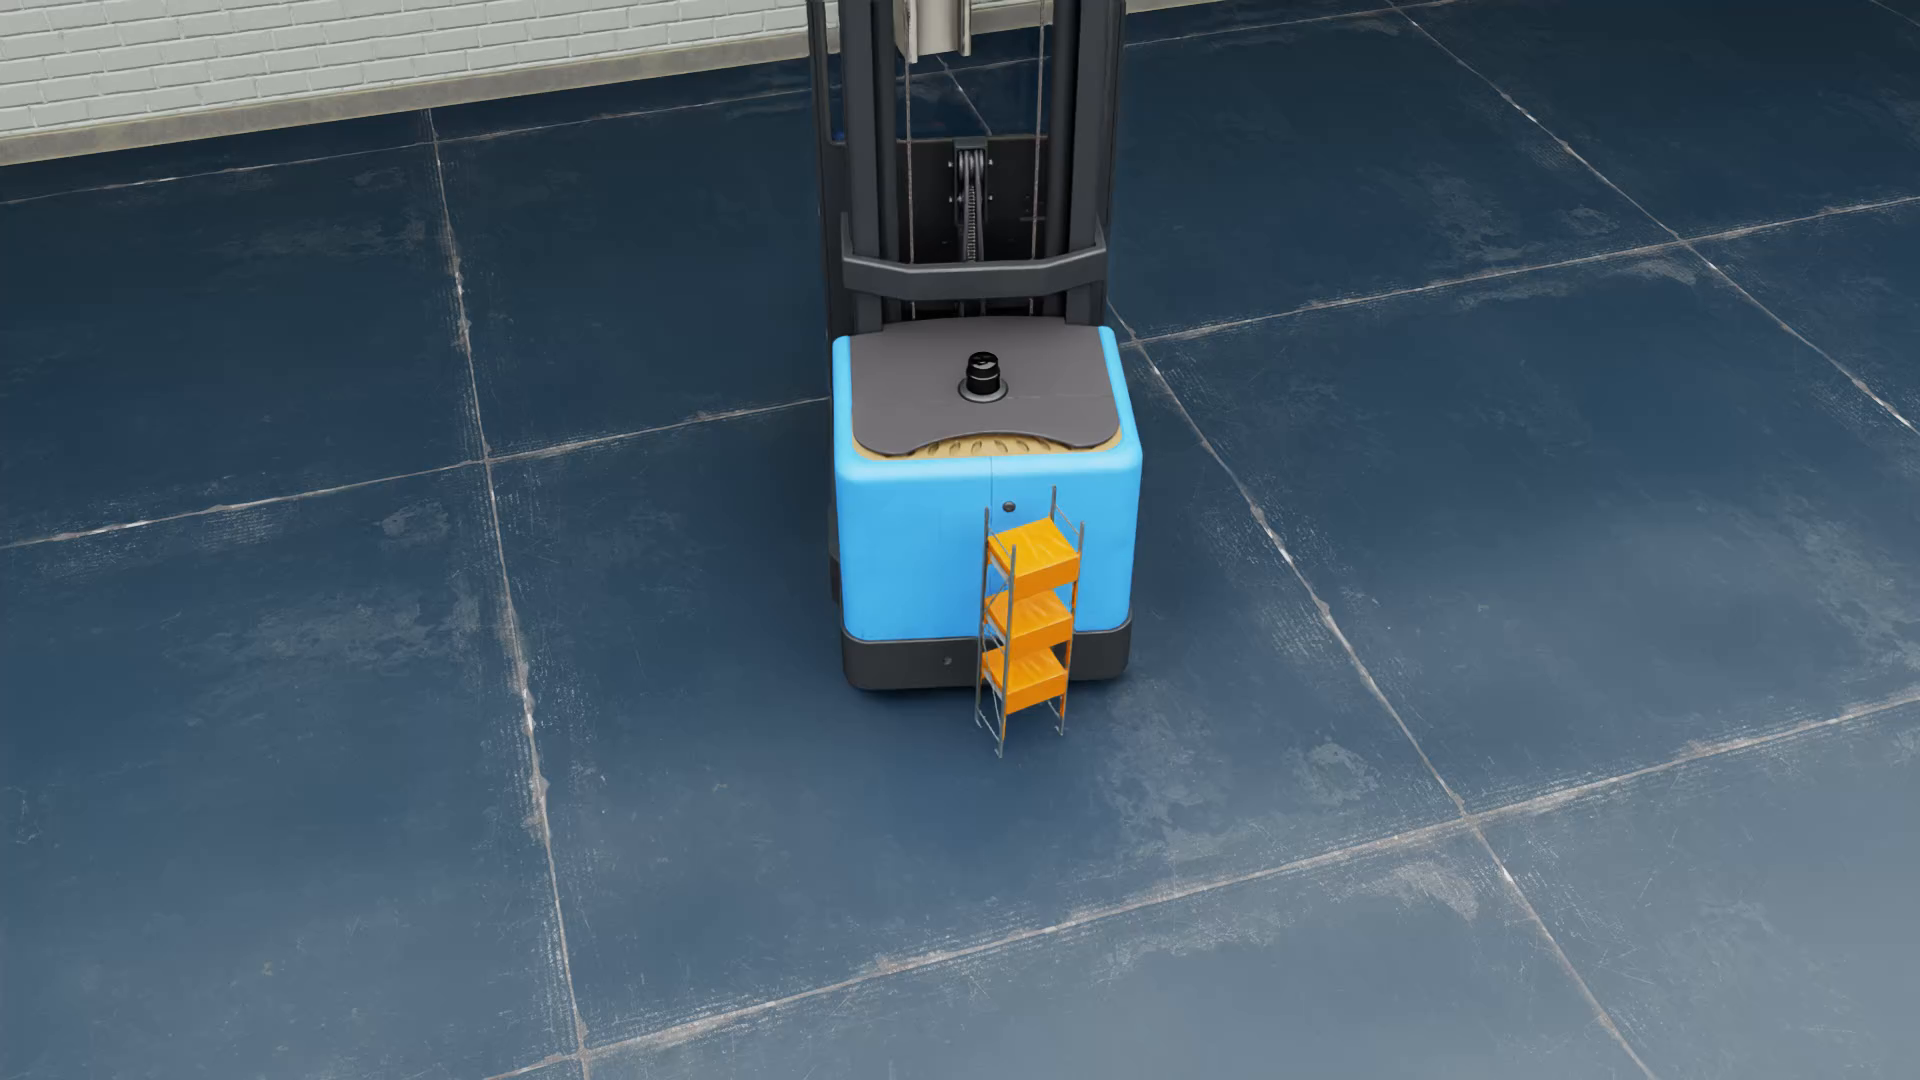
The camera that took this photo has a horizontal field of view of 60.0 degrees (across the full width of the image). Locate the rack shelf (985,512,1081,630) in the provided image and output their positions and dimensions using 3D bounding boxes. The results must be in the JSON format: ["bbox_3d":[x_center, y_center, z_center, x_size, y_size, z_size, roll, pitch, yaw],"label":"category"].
[{"bbox_3d":[0.229,0.101,5.412,0.240,0.259,0.215,-18,48,-20],"label":"rack shelf"}]

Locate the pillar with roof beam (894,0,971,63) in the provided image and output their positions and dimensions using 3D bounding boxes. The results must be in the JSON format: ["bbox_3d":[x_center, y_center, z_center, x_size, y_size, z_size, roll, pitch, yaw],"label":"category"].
[{"bbox_3d":[1.126,-3.702,4.148,0.400,9.000,9.100,-12,42,-13],"label":"pillar with roof beam"}]

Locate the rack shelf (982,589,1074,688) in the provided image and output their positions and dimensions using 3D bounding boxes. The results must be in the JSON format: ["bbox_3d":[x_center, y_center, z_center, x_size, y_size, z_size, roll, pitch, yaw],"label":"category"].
[{"bbox_3d":[0.222,0.305,5.610,0.240,0.259,0.215,-18,48,-20],"label":"rack shelf"}]

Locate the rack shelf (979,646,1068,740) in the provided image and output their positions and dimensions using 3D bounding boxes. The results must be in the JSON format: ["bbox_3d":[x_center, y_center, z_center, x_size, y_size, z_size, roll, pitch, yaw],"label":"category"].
[{"bbox_3d":[0.215,0.504,5.804,0.240,0.259,0.215,-18,48,-20],"label":"rack shelf"}]

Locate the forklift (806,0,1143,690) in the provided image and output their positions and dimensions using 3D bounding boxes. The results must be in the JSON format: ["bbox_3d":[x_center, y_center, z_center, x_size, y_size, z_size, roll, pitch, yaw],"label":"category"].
[{"bbox_3d":[0.004,-1.517,6.259,1.130,2.935,3.031,-3,41,-3],"label":"forklift"}]

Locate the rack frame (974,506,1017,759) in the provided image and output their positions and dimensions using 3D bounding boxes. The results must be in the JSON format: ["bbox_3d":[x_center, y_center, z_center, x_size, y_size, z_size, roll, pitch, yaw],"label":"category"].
[{"bbox_3d":[0.113,0.333,5.562,0.008,1.050,0.200,-18,48,-20],"label":"rack frame"}]

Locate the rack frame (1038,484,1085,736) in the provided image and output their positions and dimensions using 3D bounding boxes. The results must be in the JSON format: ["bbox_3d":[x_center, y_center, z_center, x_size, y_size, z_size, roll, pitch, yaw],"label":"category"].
[{"bbox_3d":[0.331,0.261,5.644,0.008,1.050,0.200,-18,48,-20],"label":"rack frame"}]

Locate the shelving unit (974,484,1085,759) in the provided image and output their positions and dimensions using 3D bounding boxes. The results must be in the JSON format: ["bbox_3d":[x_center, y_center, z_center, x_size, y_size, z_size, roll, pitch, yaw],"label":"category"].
[{"bbox_3d":[0.222,0.297,5.603,0.252,1.050,0.215,-18,48,-20],"label":"shelving unit"}]
